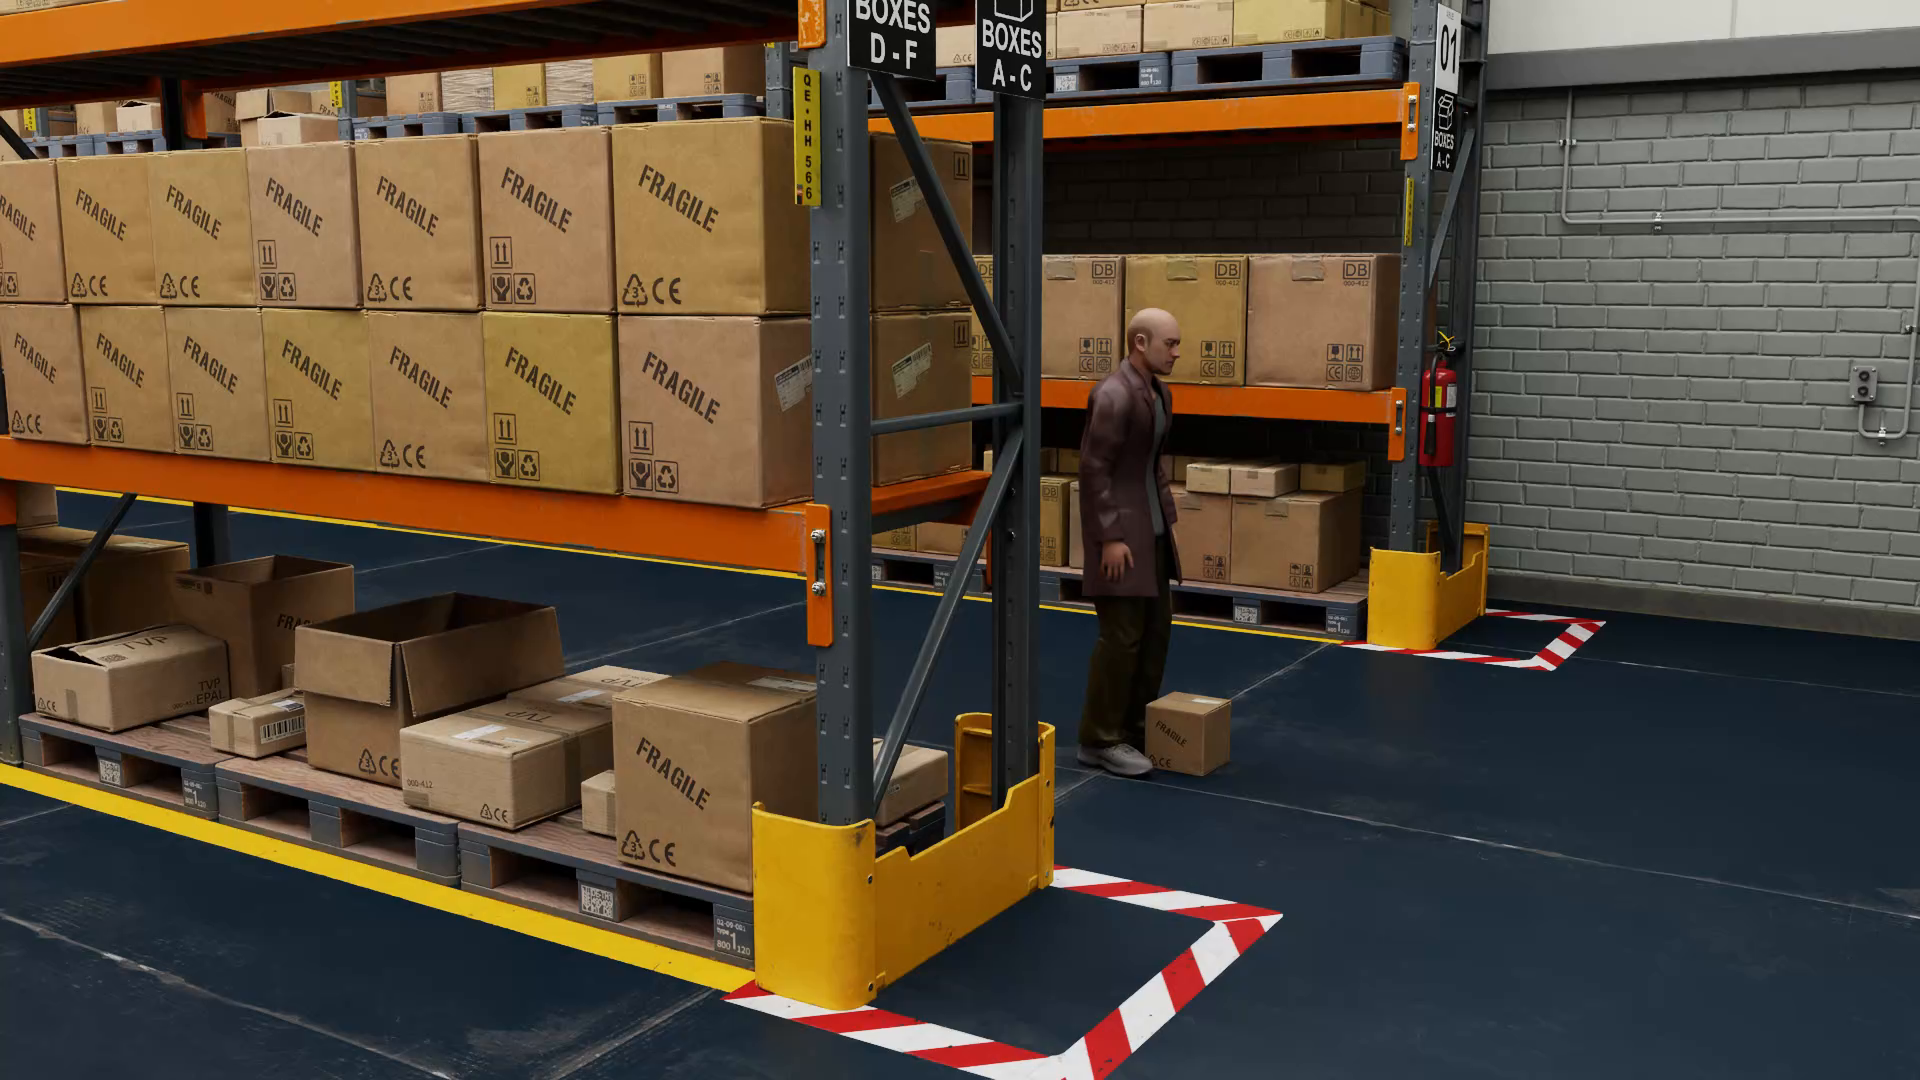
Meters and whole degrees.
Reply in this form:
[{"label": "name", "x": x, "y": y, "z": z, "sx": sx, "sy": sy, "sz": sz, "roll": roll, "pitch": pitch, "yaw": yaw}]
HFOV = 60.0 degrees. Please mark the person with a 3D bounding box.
[{"label": "person", "x": 0.681, "y": 0.075, "z": 6.527, "sx": 0.417, "sy": 1.592, "sz": 0.651, "roll": 5, "pitch": 11, "yaw": 30}]
